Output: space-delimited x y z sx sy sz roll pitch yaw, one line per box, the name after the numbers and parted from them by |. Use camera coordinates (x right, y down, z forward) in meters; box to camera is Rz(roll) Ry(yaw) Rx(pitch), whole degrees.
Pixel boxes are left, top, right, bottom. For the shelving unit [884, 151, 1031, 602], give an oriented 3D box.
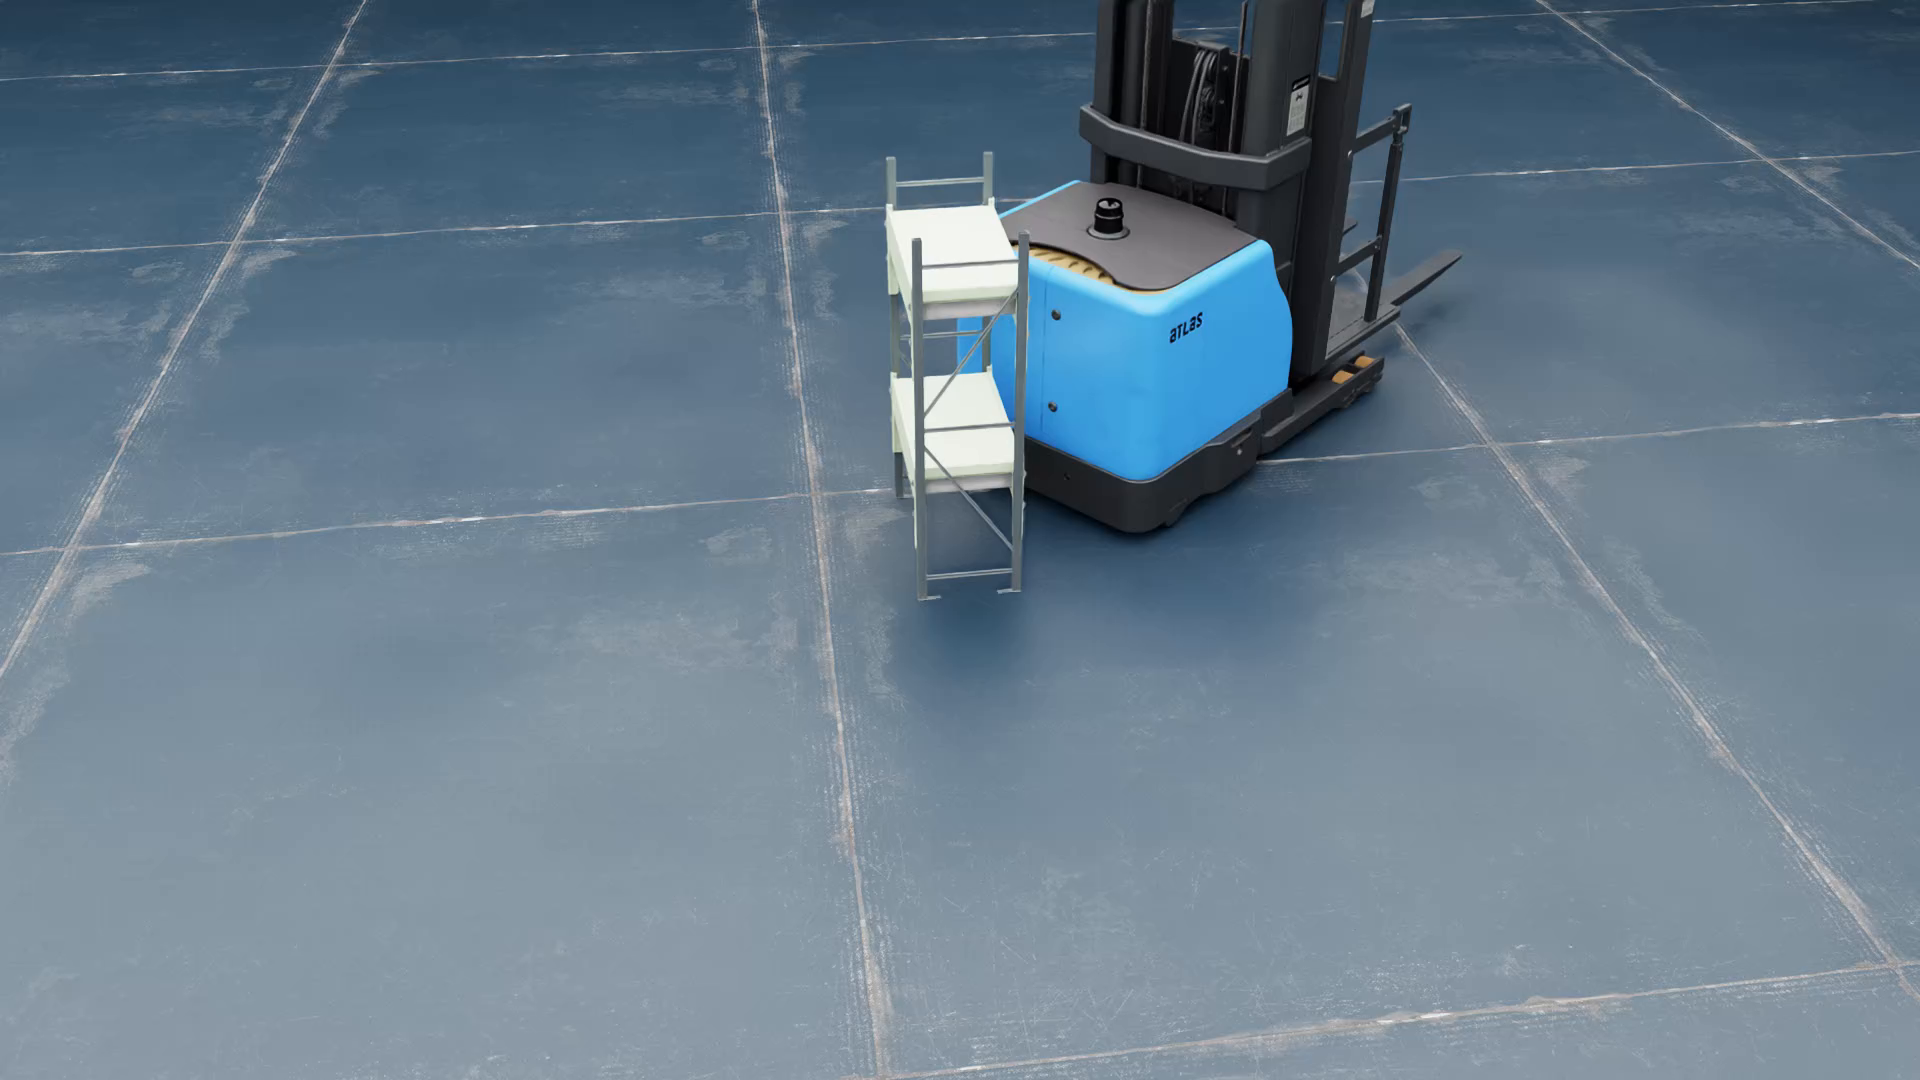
-0.020 -0.607 6.309 0.431 1.500 0.755 -5 35 -7 | shelving unit

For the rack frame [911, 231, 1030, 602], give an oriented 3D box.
0.035 -0.403 6.010 0.400 1.500 0.023 -5 35 -7 | rack frame

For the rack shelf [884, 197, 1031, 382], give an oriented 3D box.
-0.020 -0.930 6.089 0.431 0.370 0.720 -5 35 -7 | rack shelf

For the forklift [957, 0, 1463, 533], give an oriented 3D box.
1.325 -1.989 7.066 1.130 2.935 3.031 26 42 33 | forklift

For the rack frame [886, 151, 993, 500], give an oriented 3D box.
-0.075 -0.811 6.608 0.400 1.500 0.023 -5 35 -7 | rack frame

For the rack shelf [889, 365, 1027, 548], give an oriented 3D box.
-0.020 -0.338 6.493 0.431 0.370 0.720 -5 35 -7 | rack shelf
